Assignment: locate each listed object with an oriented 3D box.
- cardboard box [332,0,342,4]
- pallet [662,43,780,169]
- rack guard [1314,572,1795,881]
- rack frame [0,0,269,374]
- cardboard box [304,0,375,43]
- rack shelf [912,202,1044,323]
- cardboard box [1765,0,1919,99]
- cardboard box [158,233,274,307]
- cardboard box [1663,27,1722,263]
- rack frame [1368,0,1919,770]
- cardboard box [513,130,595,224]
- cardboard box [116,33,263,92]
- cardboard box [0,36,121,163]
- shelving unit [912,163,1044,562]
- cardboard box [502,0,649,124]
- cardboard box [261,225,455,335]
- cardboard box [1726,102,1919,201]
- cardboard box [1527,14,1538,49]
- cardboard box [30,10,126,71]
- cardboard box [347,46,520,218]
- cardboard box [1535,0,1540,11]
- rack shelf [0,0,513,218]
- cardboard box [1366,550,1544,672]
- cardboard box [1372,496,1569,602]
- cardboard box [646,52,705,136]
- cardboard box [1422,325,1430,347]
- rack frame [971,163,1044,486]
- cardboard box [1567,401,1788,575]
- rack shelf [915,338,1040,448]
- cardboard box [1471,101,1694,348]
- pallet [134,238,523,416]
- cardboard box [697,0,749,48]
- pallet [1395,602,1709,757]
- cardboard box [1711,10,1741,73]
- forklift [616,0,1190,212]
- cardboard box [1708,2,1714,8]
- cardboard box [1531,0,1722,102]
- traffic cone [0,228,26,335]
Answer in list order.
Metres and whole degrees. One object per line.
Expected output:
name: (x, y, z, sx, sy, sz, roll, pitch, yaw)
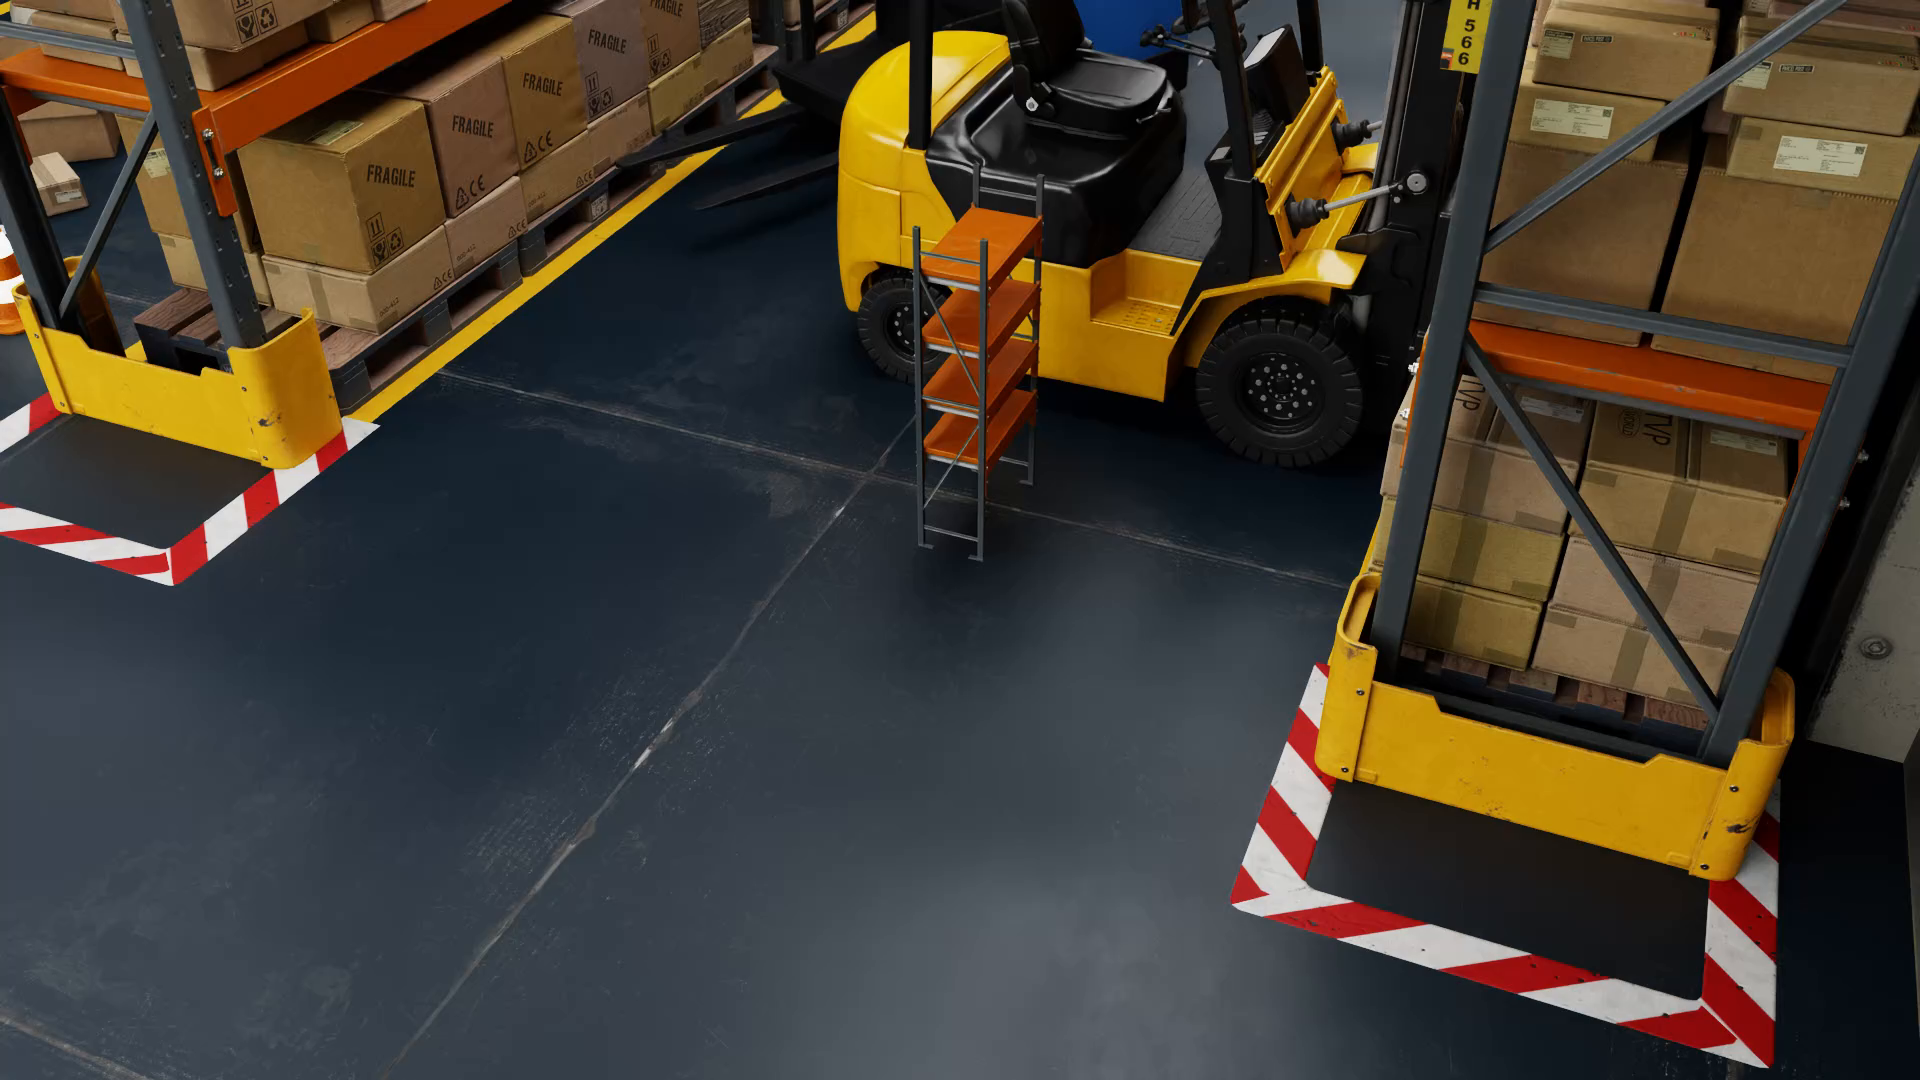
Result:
cardboard box: (-2.325, -2.279, 5.962, 0.500, 0.500, 0.500, 15, 39, 19)
pallet: (-1.657, -2.351, 8.720, 1.003, 0.211, 1.213, 14, 39, 18)
rack guard: (1.627, 0.510, 4.651, 1.175, 0.500, 0.348, 14, 39, 18)
rack frame: (-2.956, -1.634, 5.430, 1.000, 3.000, 0.127, 14, 39, 18)
cardboard box: (-2.376, -1.945, 6.057, 0.380, 0.149, 0.250, 13, 39, 16)
rack shelf: (0.063, -0.887, 5.278, 0.258, 0.148, 0.480, 14, 39, 18)
cardboard box: (2.120, -1.194, 3.969, 0.380, 0.149, 0.250, 15, 39, 19)
cardboard box: (-2.888, -1.223, 6.826, 0.500, 0.250, 0.500, 14, 39, 18)
cardboard box: (2.259, -1.050, 4.565, 0.500, 0.500, 0.500, 15, 39, 19)
rack frame: (1.636, -0.505, 3.920, 1.000, 3.000, 0.127, 14, 39, 18)
cardboard box: (-1.996, -1.670, 7.425, 0.500, 0.250, 0.500, 16, 40, 21)
cardboard box: (-2.635, -1.674, 5.694, 0.380, 0.149, 0.250, 14, 39, 18)
cardboard box: (-4.629, -2.183, 8.250, 0.797, 0.503, 0.637, -11, 38, -14)
shelving unit: (0.063, -0.572, 5.513, 0.258, 1.200, 0.503, 14, 39, 18)
cardboard box: (-1.796, -2.262, 7.590, 0.500, 0.500, 0.500, 16, 40, 20)
cardboard box: (-2.393, -1.084, 6.641, 0.500, 0.250, 0.500, 14, 39, 17)
cardboard box: (2.005, -0.934, 3.868, 0.380, 0.149, 0.250, 13, 39, 17)
cardboard box: (1.578, -1.209, 4.237, 0.380, 0.149, 0.250, 14, 39, 18)
cardboard box: (-3.012, -1.789, 5.848, 0.380, 0.149, 0.250, 15, 39, 19)
cardboard box: (-2.190, -1.688, 6.823, 0.500, 0.500, 0.500, 12, 39, 16)
cardboard box: (1.717, -1.465, 4.331, 0.380, 0.149, 0.250, 15, 39, 19)
rack shelf: (-2.195, -2.453, 7.127, 1.077, 0.370, 4.000, 14, 39, 18)
cardboard box: (1.522, 0.096, 5.062, 0.500, 0.250, 0.500, 14, 39, 18)
cardboard box: (1.532, -0.113, 4.924, 0.500, 0.250, 0.500, 13, 39, 17)
cardboard box: (-1.604, -2.229, 8.173, 0.500, 0.250, 0.500, 13, 39, 17)
cardboard box: (1.711, -0.582, 5.134, 0.500, 0.250, 0.500, 15, 39, 19)
rack frame: (0.156, -0.707, 5.694, 0.240, 1.200, 0.015, 14, 39, 18)
cardboard box: (1.994, -0.195, 4.617, 0.500, 0.250, 0.500, 13, 39, 17)
rack shelf: (0.063, -0.518, 5.554, 0.258, 0.148, 0.480, 14, 39, 18)
cardboard box: (1.580, -0.877, 4.335, 0.500, 0.500, 0.500, 13, 39, 17)
pallet: (-2.585, -1.001, 6.912, 1.003, 0.211, 1.213, 14, 39, 18)
cardboard box: (-1.411, -2.827, 8.346, 0.500, 0.500, 0.500, 13, 39, 17)
pallet: (1.888, 0.179, 5.334, 1.003, 0.211, 1.213, 14, 39, 18)
cardboard box: (2.142, -1.224, 4.256, 0.380, 0.149, 0.250, 13, 39, 17)
forklift: (-0.236, -3.189, 7.568, 3.031, 2.935, 1.130, -27, 45, -32)
cardboard box: (1.981, -1.446, 5.096, 0.500, 0.500, 0.500, 13, 39, 17)
cardboard box: (1.577, -1.170, 3.937, 0.380, 0.149, 0.250, 14, 39, 18)
traffic cone: (-3.985, -1.149, 6.901, 0.336, 0.463, 0.334, 14, 39, 18)
